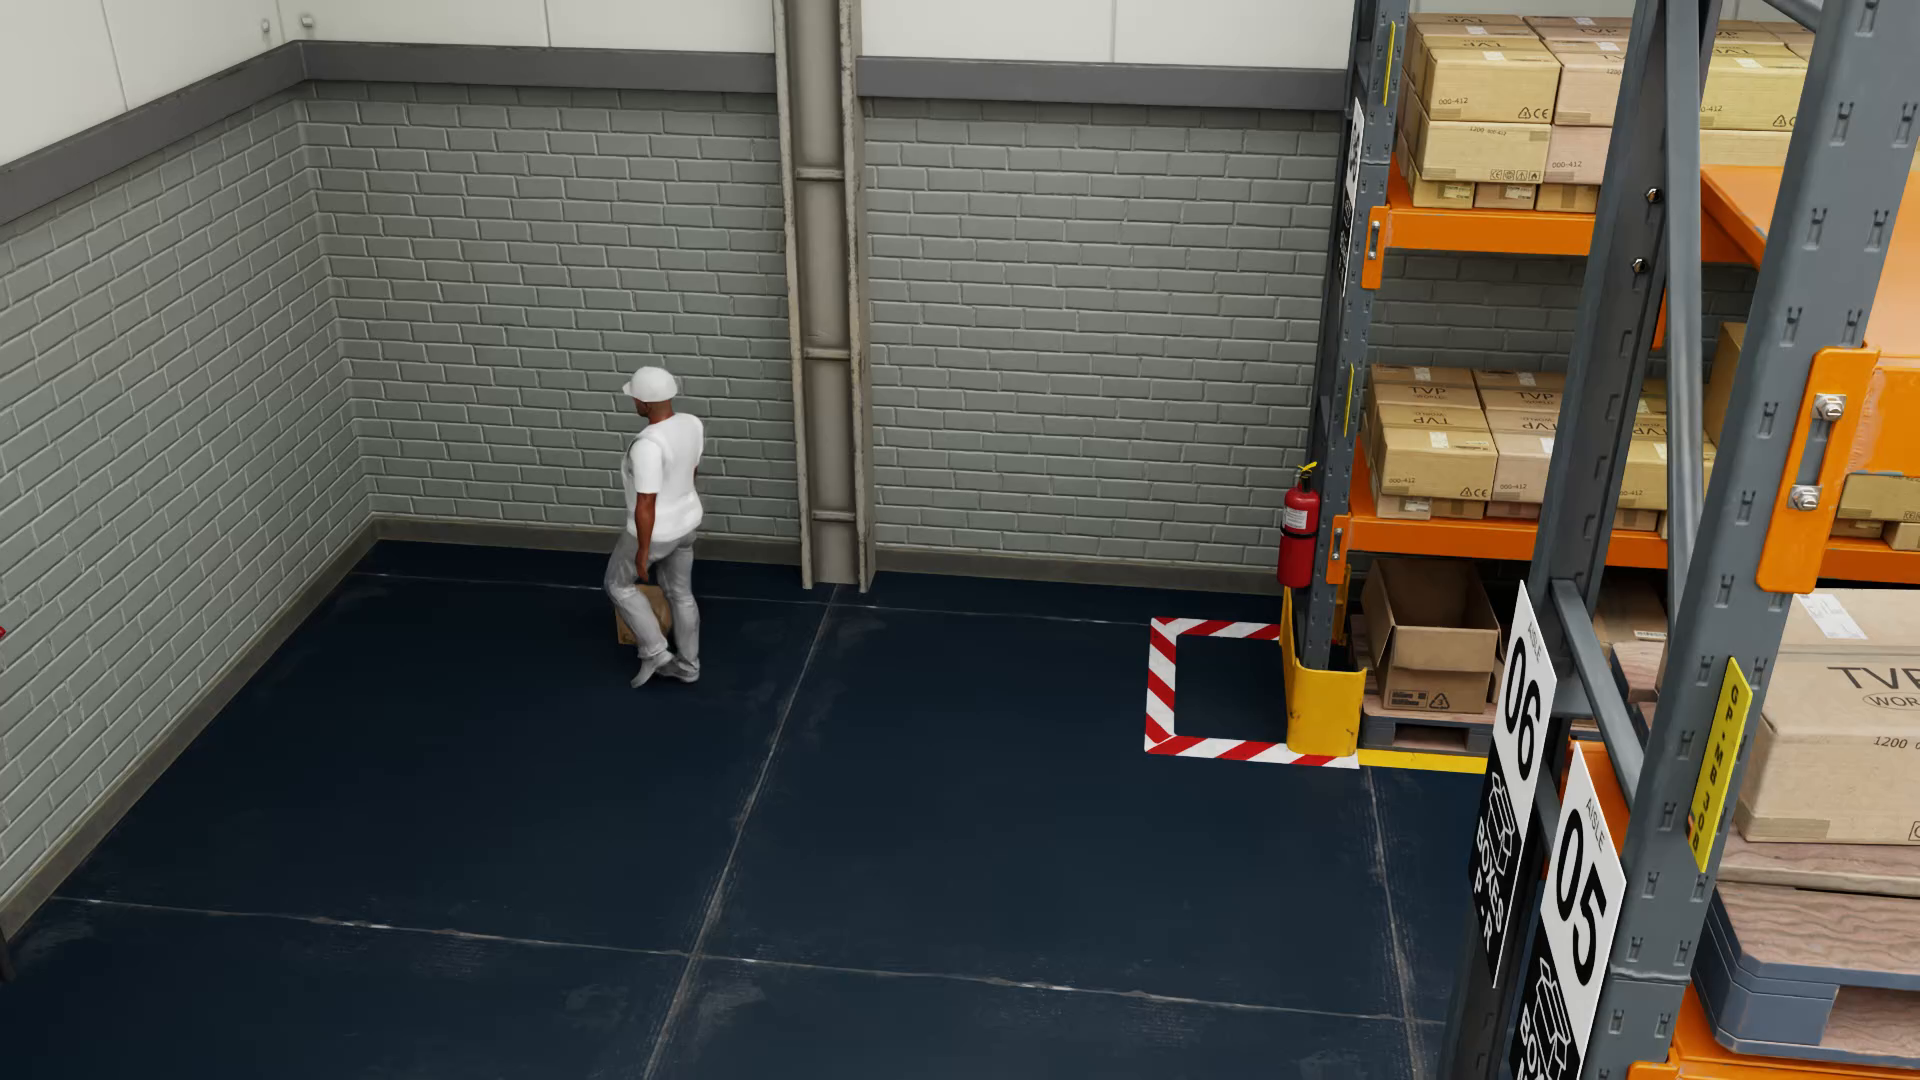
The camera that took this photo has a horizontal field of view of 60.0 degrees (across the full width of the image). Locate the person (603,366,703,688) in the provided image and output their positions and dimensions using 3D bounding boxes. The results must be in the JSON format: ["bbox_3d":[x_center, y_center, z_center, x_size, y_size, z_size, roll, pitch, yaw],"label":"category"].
[{"bbox_3d":[-1.588,-0.075,8.710,0.483,1.770,0.634,15,32,25],"label":"person"}]
